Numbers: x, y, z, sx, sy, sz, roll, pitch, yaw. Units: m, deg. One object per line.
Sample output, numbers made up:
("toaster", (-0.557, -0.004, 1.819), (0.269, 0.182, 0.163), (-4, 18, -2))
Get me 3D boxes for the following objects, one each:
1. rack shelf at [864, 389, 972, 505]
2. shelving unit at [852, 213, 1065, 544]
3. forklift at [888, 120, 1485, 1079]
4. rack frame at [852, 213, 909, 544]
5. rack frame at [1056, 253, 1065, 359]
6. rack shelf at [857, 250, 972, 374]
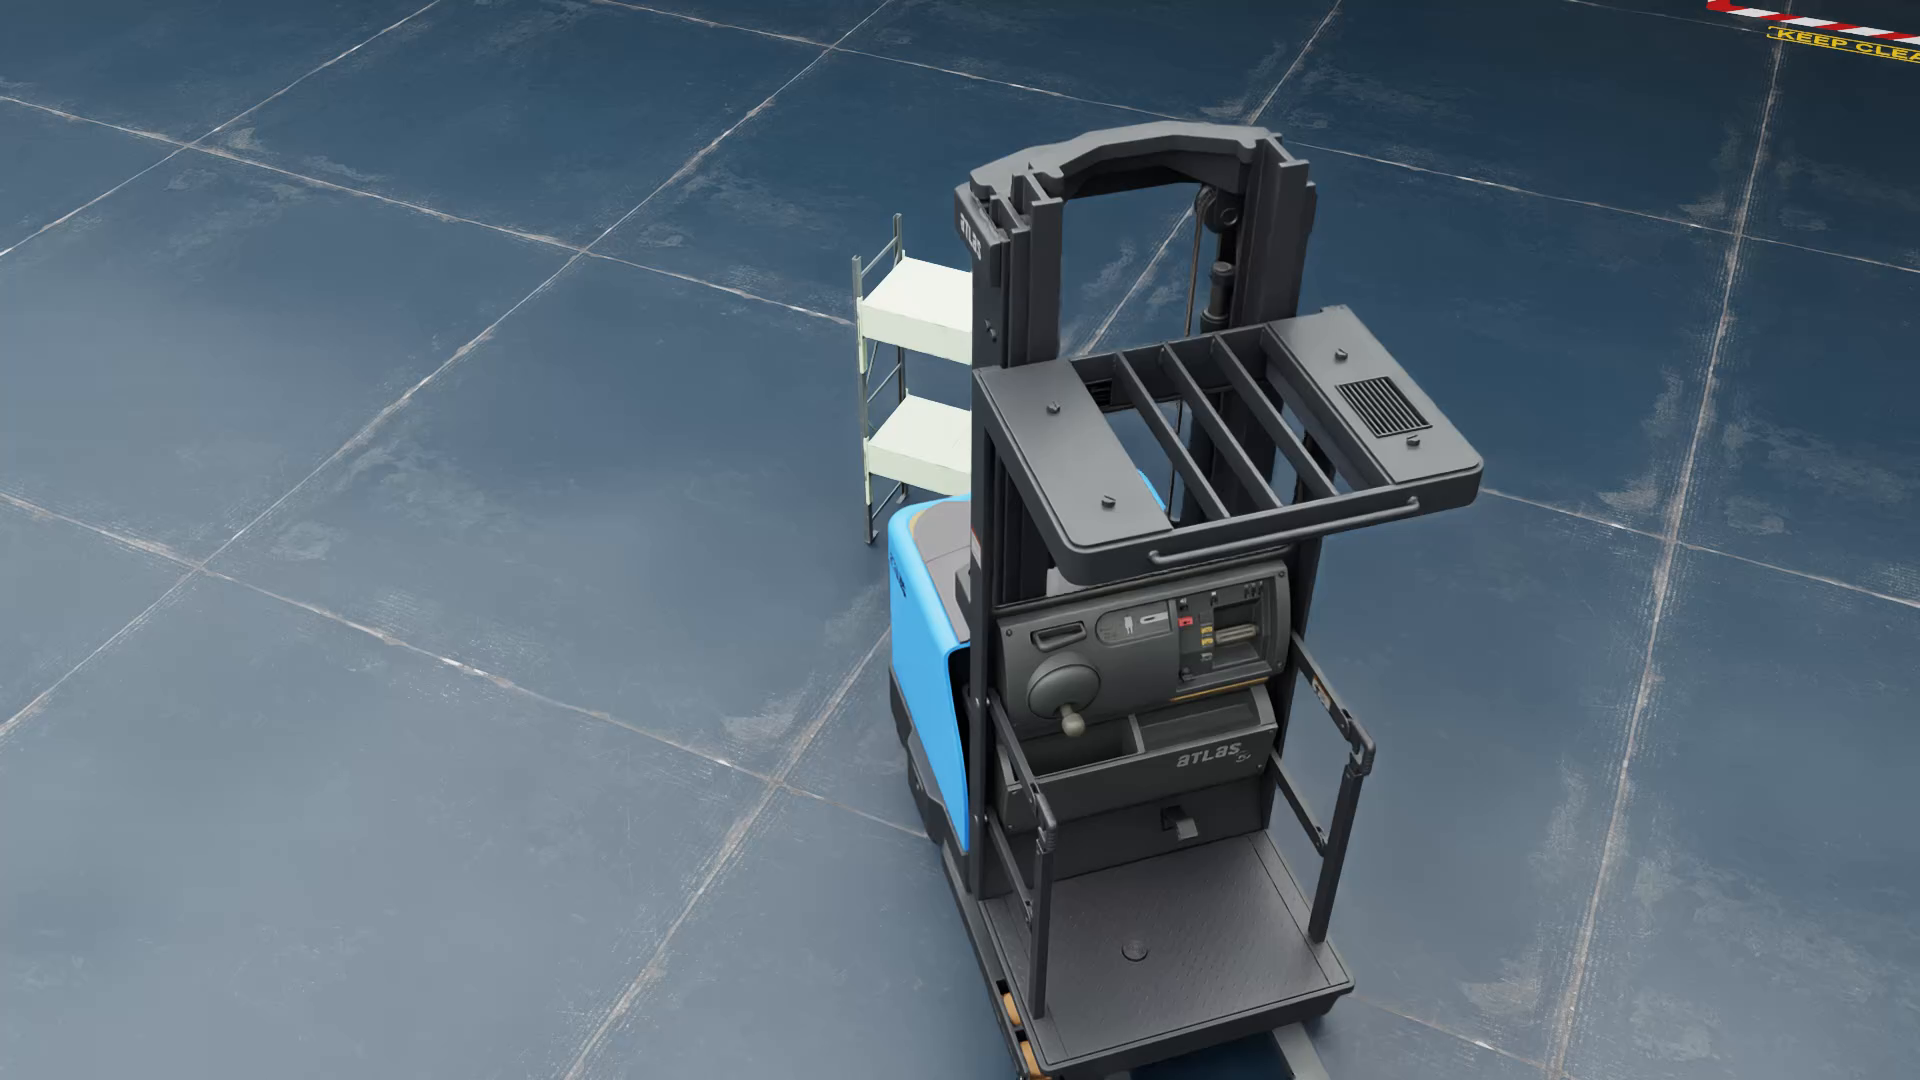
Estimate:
("rack shelf", (-0.006, -0.322, 7.358), (0.720, 0.370, 0.431), (17, 44, 19))
("shelving unit", (-0.006, -0.569, 7.145), (0.755, 1.500, 0.431), (17, 44, 19))
("forklift", (0.638, 0.417, 4.915), (1.130, 2.935, 3.031), (-11, 42, -13))
("rack frame", (-0.338, -0.670, 7.262), (0.023, 1.500, 0.400), (17, 44, 19))
("rack frame", (0.326, -0.467, 7.028), (0.023, 1.500, 0.400), (17, 44, 19))
("rack shelf", (-0.006, -0.863, 6.889), (0.720, 0.370, 0.431), (17, 44, 19))
